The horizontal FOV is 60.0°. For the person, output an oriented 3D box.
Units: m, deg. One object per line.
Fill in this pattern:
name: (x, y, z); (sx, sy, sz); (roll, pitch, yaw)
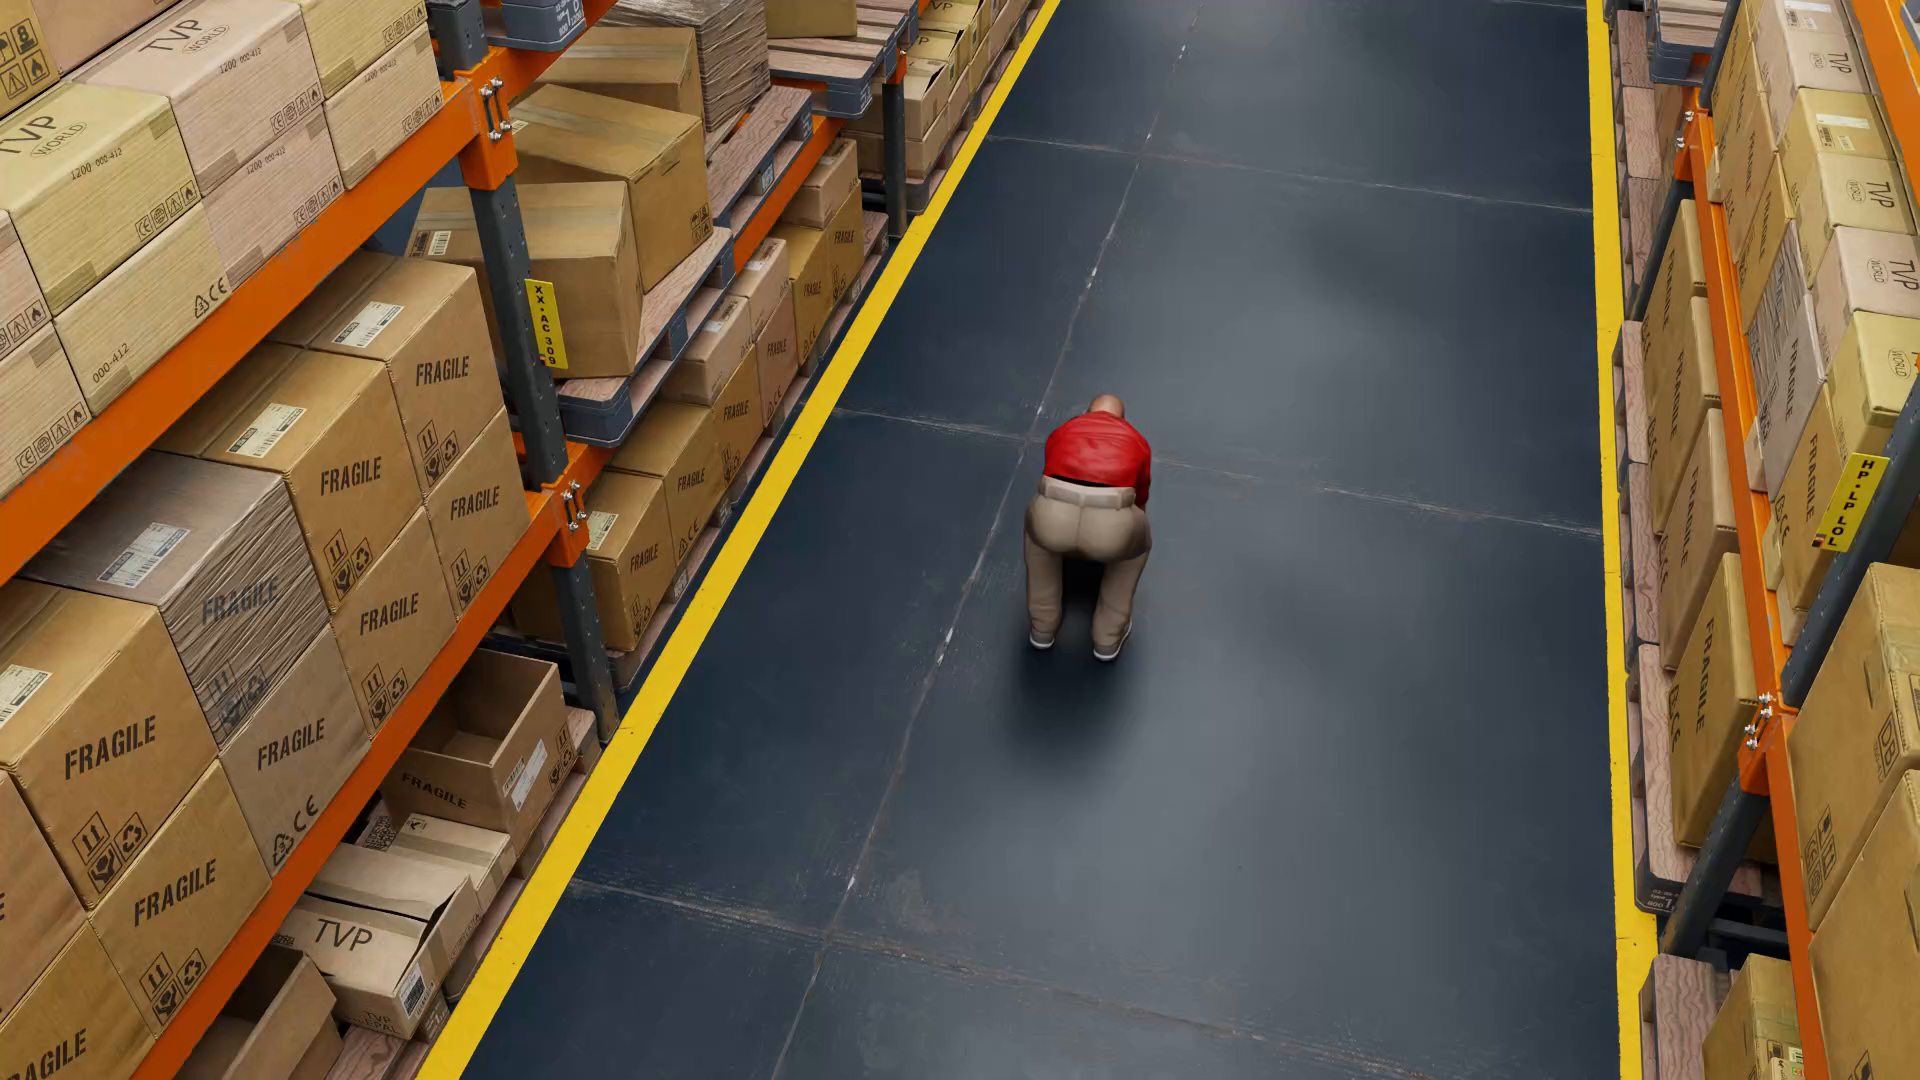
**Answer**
person: (0.540, -0.091, 6.864); (0.532, 0.962, 0.957); (8, 41, 9)
